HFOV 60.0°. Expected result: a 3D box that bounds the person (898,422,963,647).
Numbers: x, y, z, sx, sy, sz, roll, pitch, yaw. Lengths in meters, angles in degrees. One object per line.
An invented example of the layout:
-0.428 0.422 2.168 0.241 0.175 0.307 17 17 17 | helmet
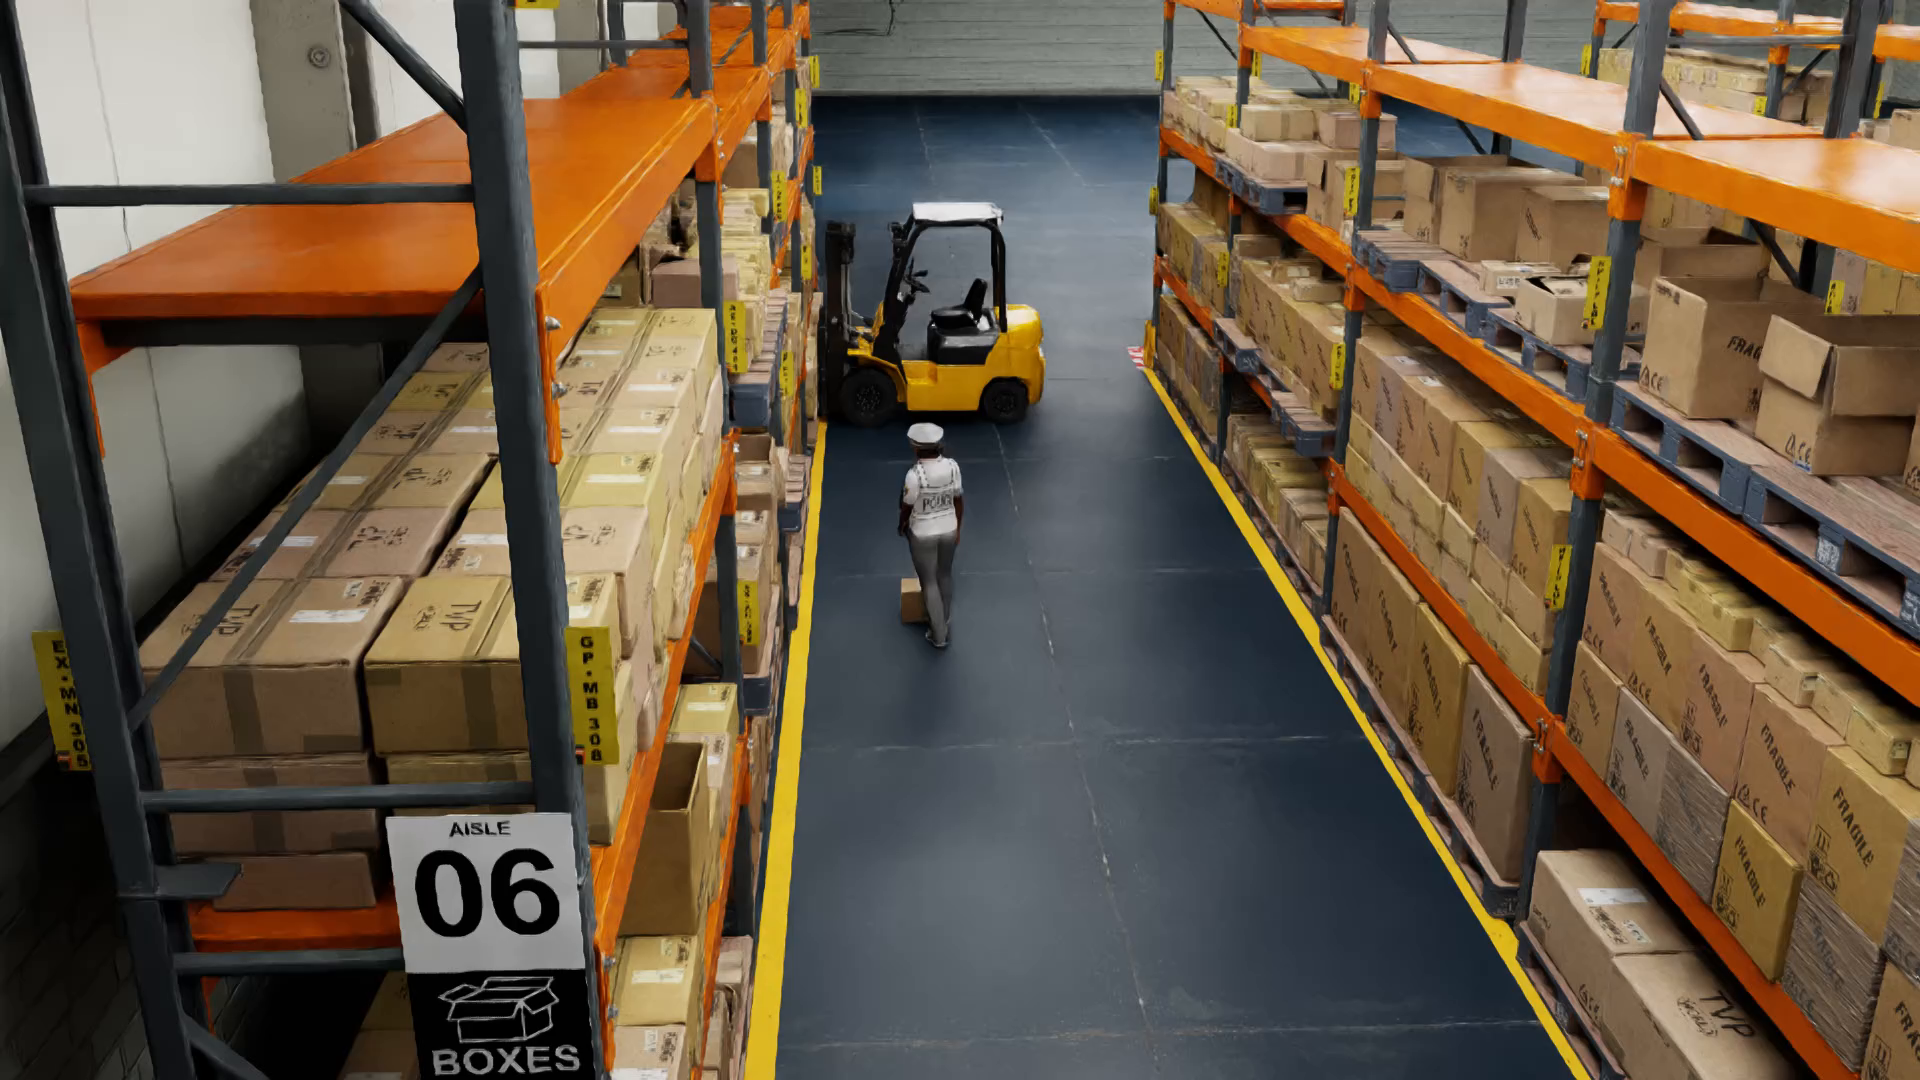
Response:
-0.265 -0.075 12.082 0.468 1.662 0.584 -12 24 -30 | person
